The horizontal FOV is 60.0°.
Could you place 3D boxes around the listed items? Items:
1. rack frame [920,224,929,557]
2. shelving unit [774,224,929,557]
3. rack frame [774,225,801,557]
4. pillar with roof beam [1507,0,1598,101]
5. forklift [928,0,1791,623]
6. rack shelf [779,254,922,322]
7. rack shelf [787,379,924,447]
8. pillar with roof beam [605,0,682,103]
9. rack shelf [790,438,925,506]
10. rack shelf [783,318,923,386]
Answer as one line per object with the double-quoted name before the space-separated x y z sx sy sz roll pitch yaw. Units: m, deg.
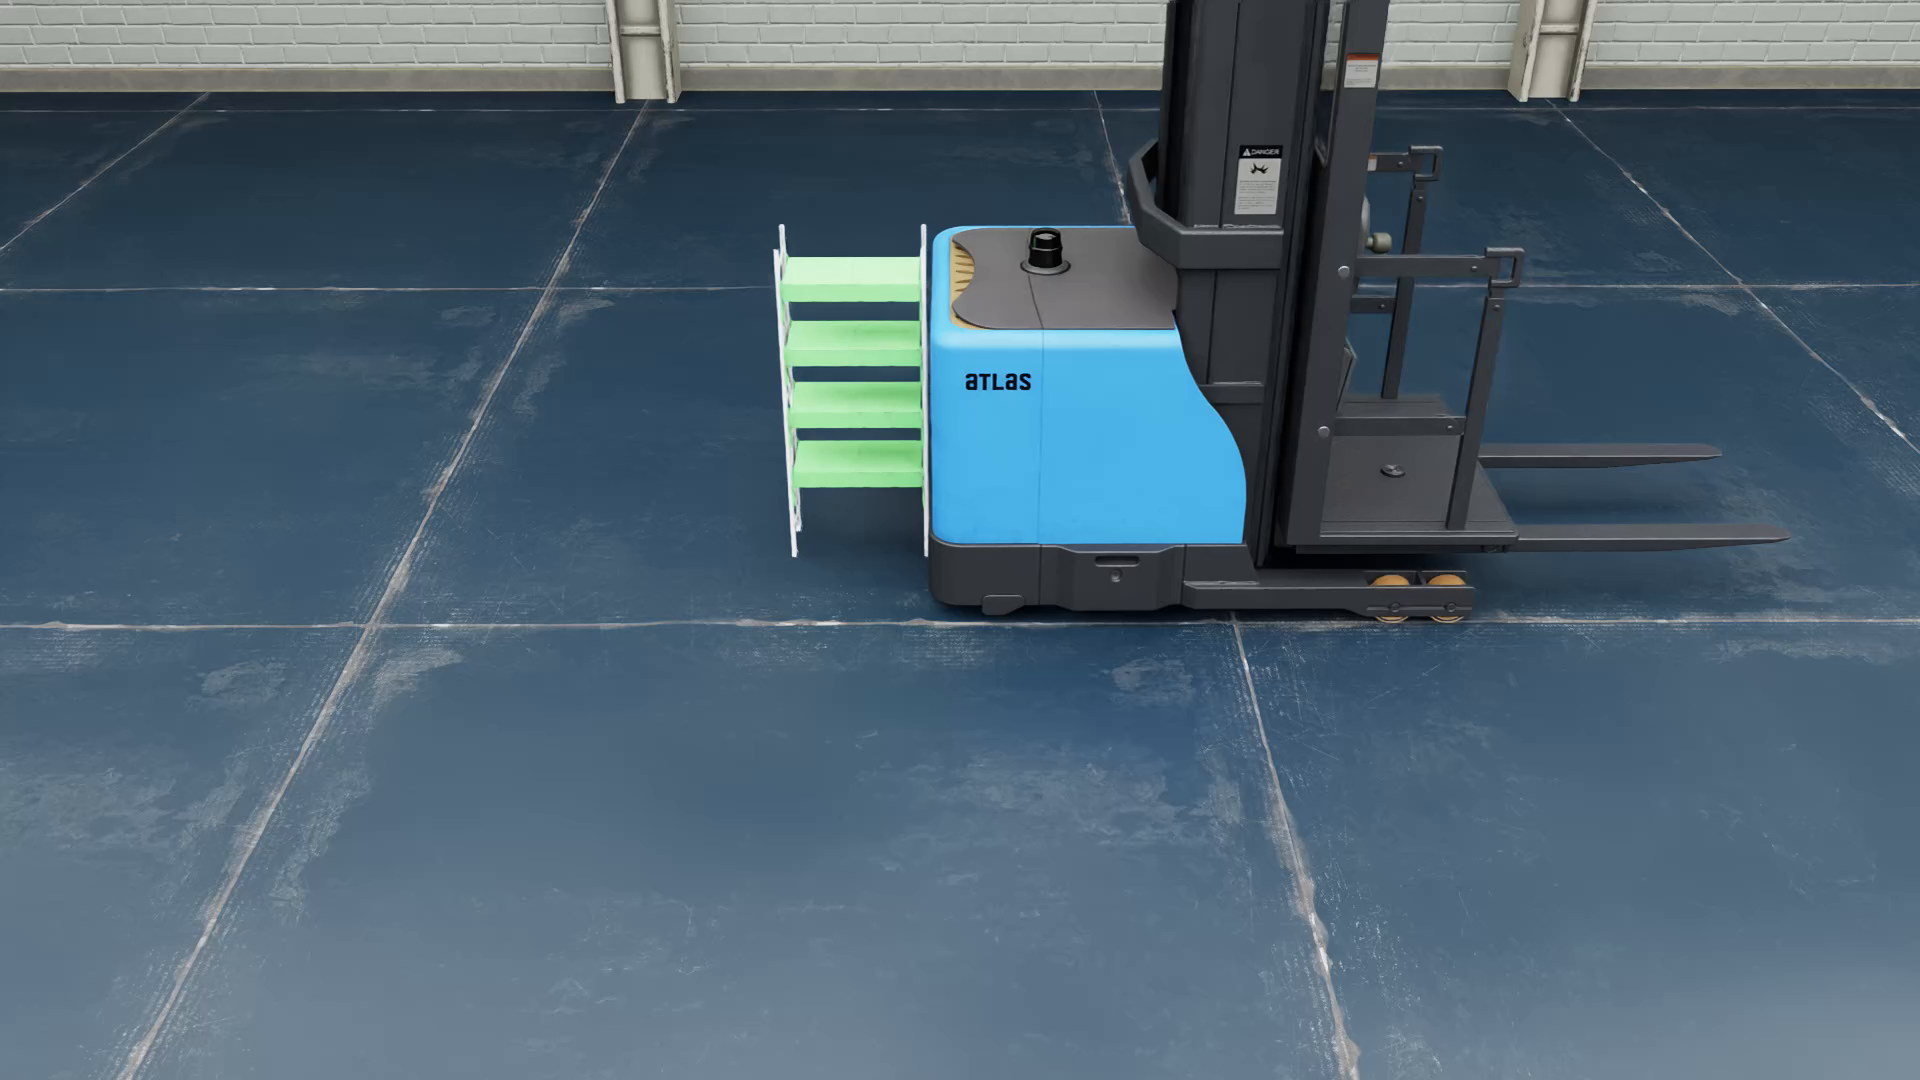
"rack frame" -0.124 -0.513 5.938 0.015 1.200 0.240 0 31 0
"shelving unit" -0.368 -0.512 5.937 0.503 1.200 0.258 0 31 0
"rack frame" -0.612 -0.511 5.936 0.015 1.200 0.240 0 31 0
"pillar with roof beam" 3.941 -4.612 5.176 0.400 9.000 9.100 0 31 0
"forklift" 1.405 -1.241 5.470 3.031 2.935 1.130 0 31 0
"rack shelf" -0.368 -0.868 5.721 0.480 0.148 0.258 0 31 0
"rack shelf" -0.368 -0.457 5.970 0.480 0.148 0.258 0 31 0
"pillar with roof beam" -2.059 -4.593 5.146 0.400 9.000 9.100 0 31 0
"rack shelf" -0.368 -0.252 6.095 0.480 0.148 0.258 0 31 0
"rack shelf" -0.368 -0.662 5.846 0.480 0.148 0.258 0 31 0
